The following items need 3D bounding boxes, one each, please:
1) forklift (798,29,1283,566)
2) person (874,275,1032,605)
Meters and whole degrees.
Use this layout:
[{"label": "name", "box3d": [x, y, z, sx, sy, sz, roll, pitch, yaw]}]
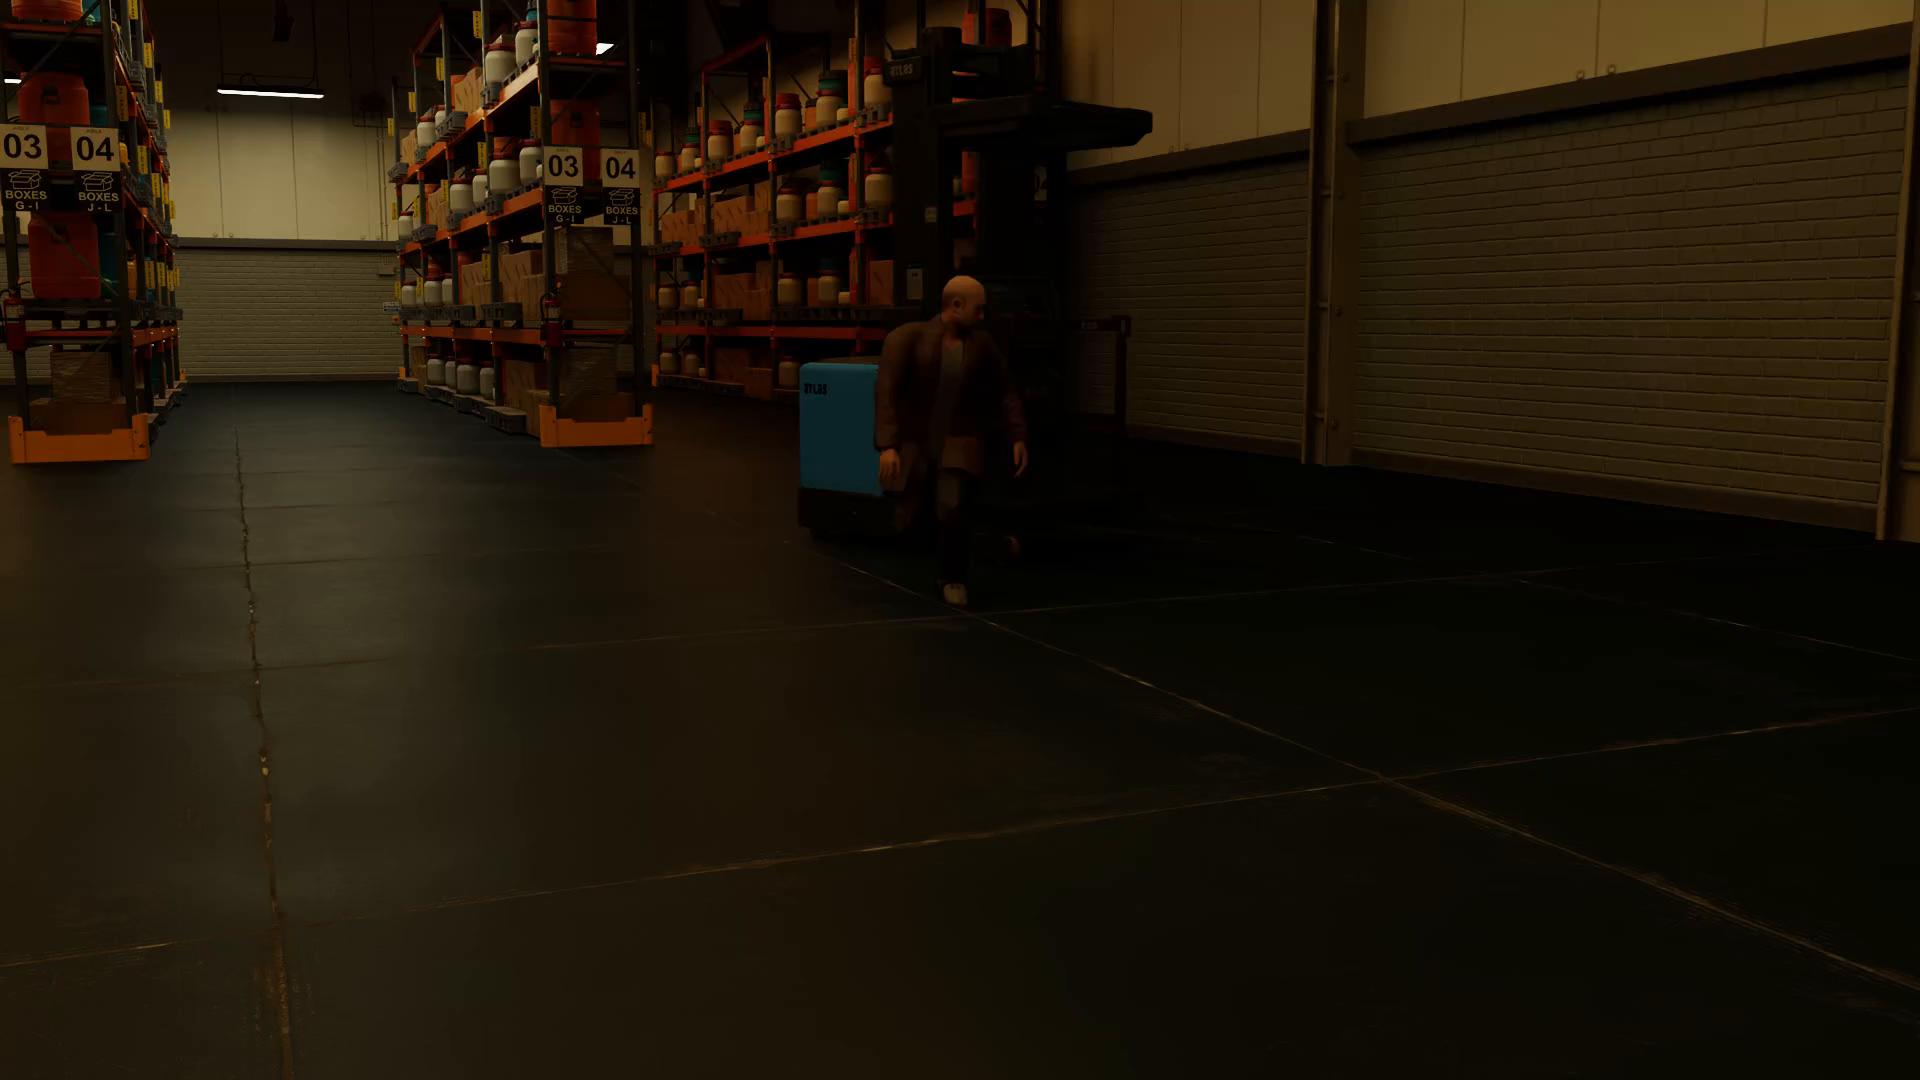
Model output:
[{"label": "forklift", "box3d": [0.401, -1.387, 9.463, 3.031, 2.935, 1.130, 7, 10, 44]}, {"label": "person", "box3d": [-0.023, -0.484, 8.021, 0.744, 1.560, 0.750, 0, 8, 1]}]
